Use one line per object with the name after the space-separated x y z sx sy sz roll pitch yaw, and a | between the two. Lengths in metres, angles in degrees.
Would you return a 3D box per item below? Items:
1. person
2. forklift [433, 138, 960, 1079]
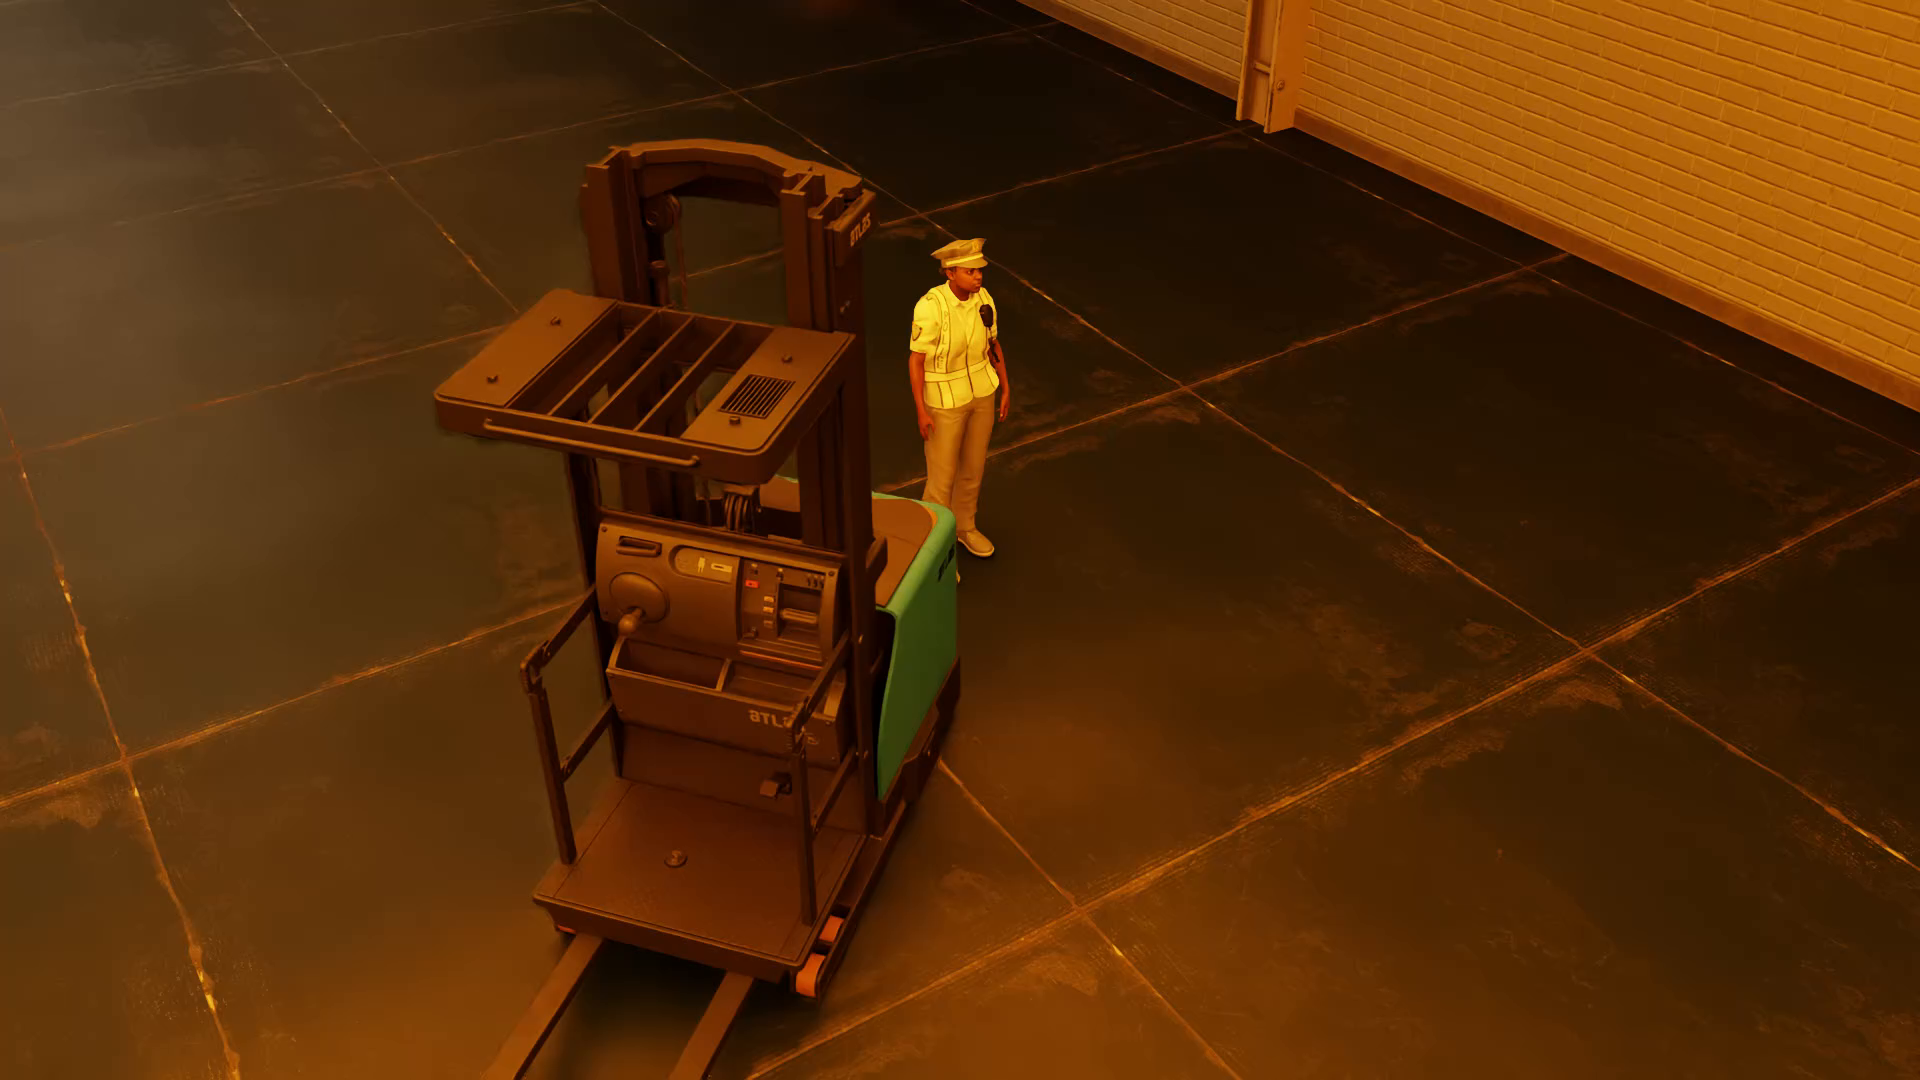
0.024 -0.657 8.146 0.569 1.694 0.530 -21 40 -27 | person
-0.938 0.255 5.784 1.130 2.935 3.031 11 36 15 | forklift
